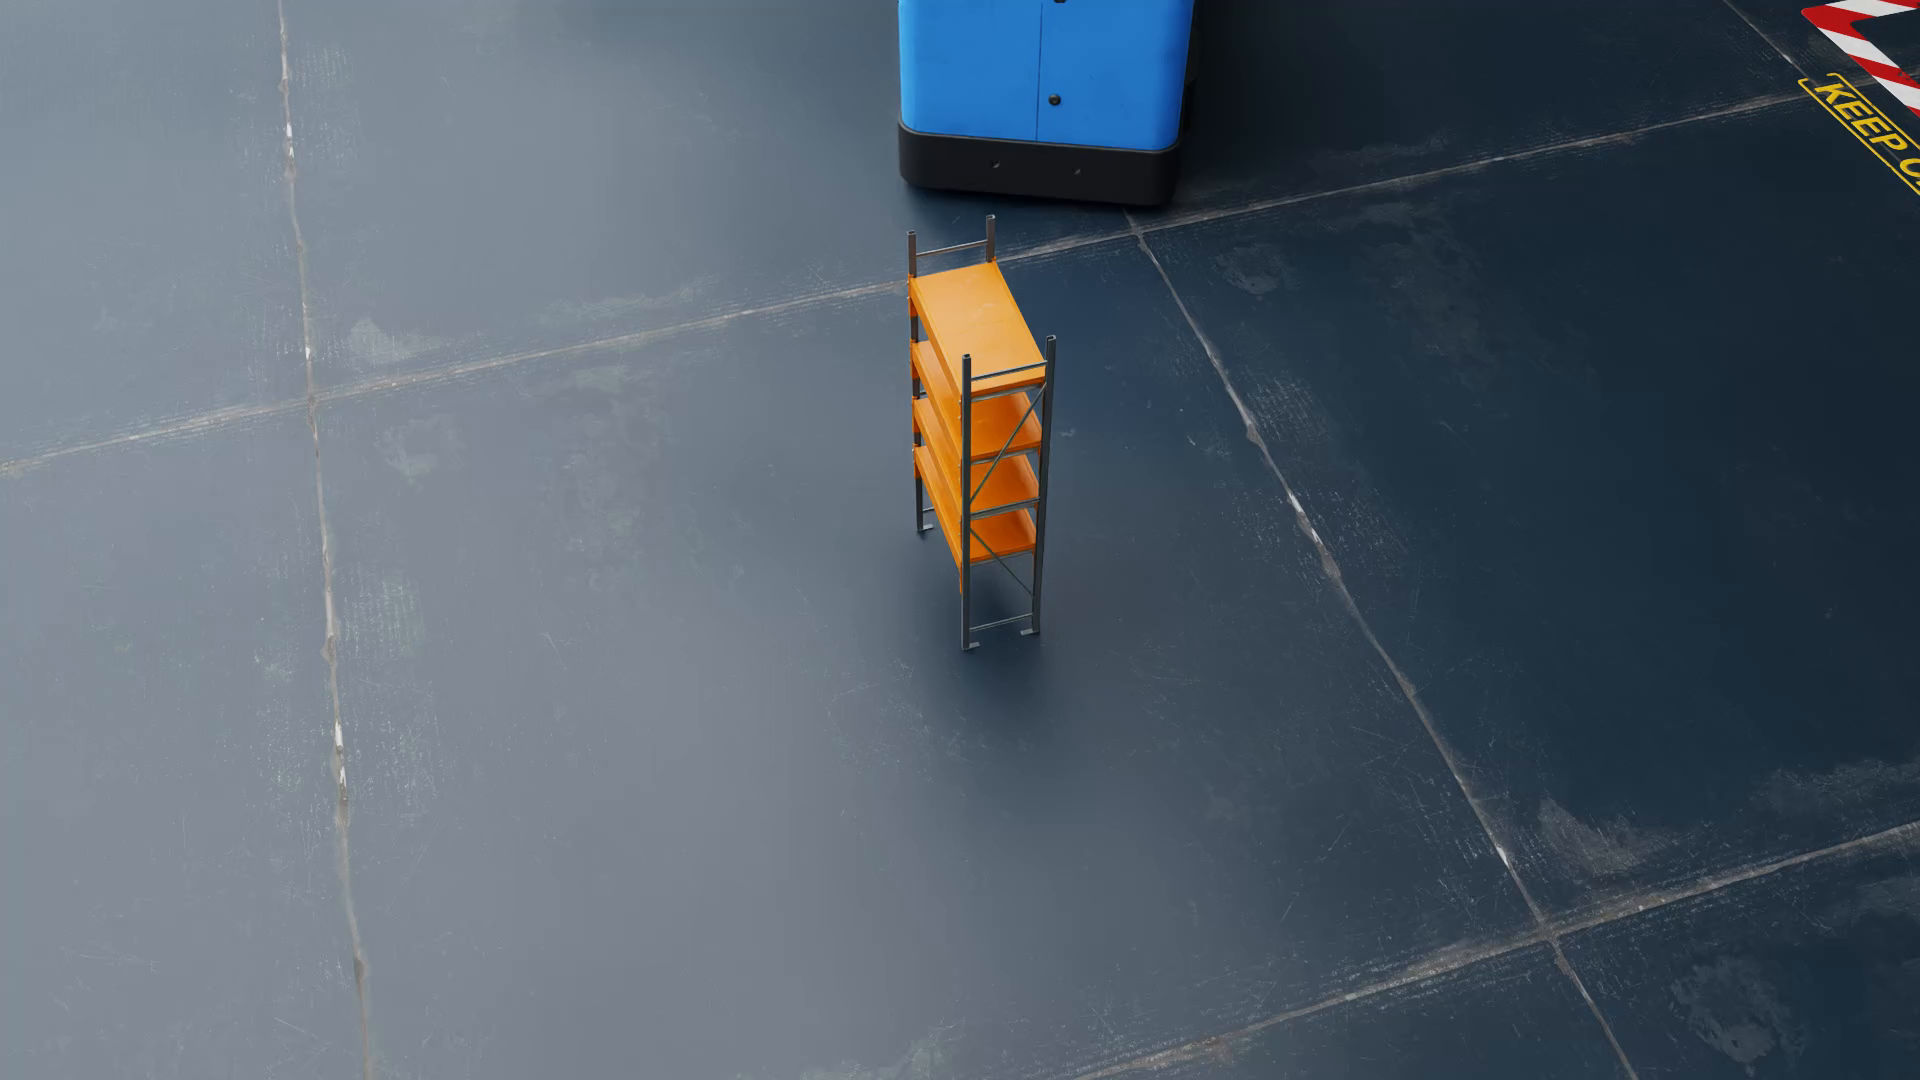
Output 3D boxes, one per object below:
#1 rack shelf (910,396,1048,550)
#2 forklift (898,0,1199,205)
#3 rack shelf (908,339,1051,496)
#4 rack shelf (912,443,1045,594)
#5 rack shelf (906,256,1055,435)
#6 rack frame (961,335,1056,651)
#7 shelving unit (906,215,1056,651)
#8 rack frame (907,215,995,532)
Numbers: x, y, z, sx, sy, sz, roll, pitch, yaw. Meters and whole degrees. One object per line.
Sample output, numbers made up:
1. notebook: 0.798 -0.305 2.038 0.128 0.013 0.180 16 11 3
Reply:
1. rack shelf: 0.049 -0.222 4.741 0.258 0.148 0.480 -13 51 -11
2. forklift: 0.473 -3.336 6.146 1.130 2.935 3.031 6 50 5
3. rack shelf: 0.049 -0.367 4.570 0.258 0.148 0.480 -13 51 -11
4. rack shelf: 0.049 -0.094 4.893 0.258 0.148 0.480 -13 51 -11
5. rack shelf: 0.049 -0.519 4.389 0.258 0.148 0.480 -13 51 -11
6. rack frame: 0.121 -0.088 4.539 0.240 1.200 0.015 -13 51 -11
7. shelving unit: 0.049 -0.266 4.689 0.258 1.200 0.503 -13 51 -11
8. rack frame: -0.023 -0.444 4.840 0.240 1.200 0.015 -13 51 -11
